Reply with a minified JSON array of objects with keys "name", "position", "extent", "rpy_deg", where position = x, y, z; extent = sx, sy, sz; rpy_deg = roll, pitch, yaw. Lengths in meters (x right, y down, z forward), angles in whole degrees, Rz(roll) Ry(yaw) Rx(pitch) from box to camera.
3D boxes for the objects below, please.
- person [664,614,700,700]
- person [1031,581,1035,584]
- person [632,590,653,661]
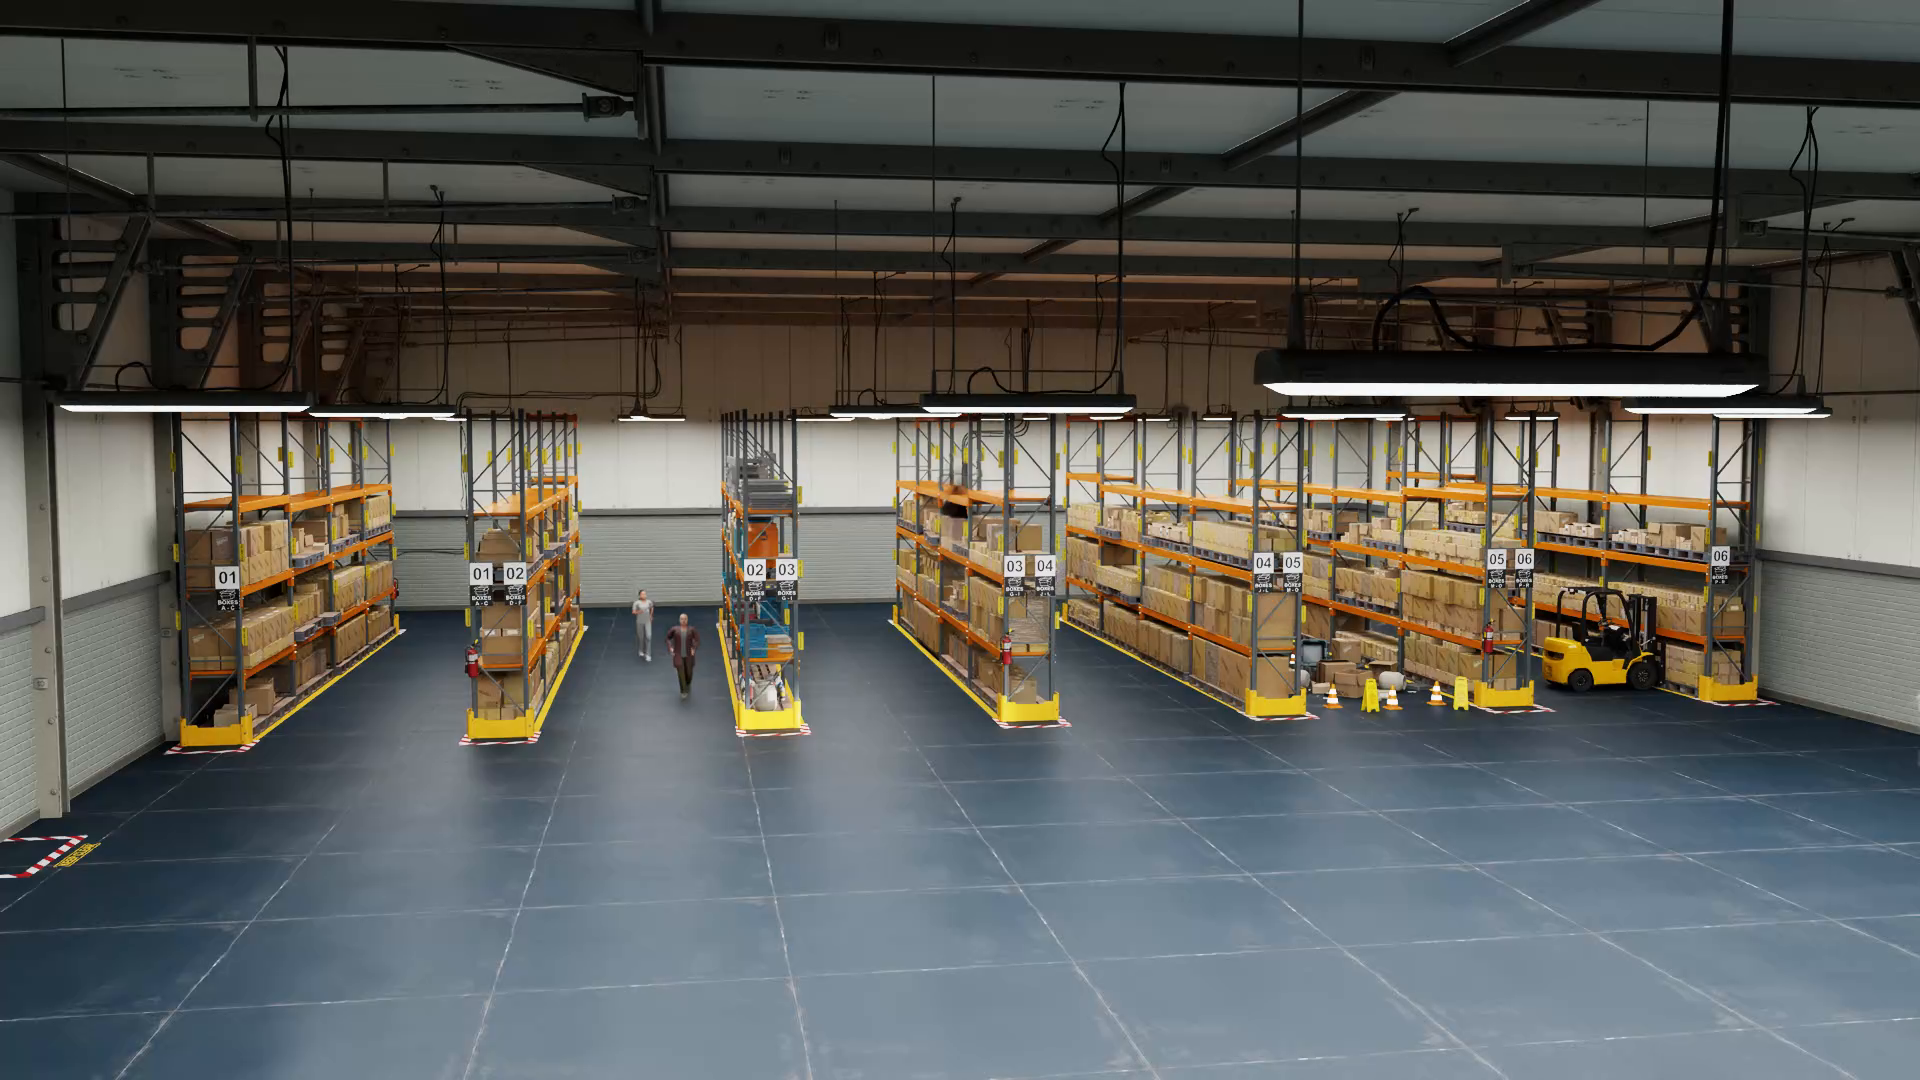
[{"name":"person","position":[-5.810,2.422,34.835],"extent":[0.739,1.757,0.732],"rpy_deg":[-1,4,-13]},{"name":"person","position":[1.897,1.517,48.197],"extent":[0.818,1.695,0.569],"rpy_deg":[1,4,8]},{"name":"person","position":[-7.696,2.050,40.426],"extent":[0.554,1.703,0.814],"rpy_deg":[-1,4,-20]}]
